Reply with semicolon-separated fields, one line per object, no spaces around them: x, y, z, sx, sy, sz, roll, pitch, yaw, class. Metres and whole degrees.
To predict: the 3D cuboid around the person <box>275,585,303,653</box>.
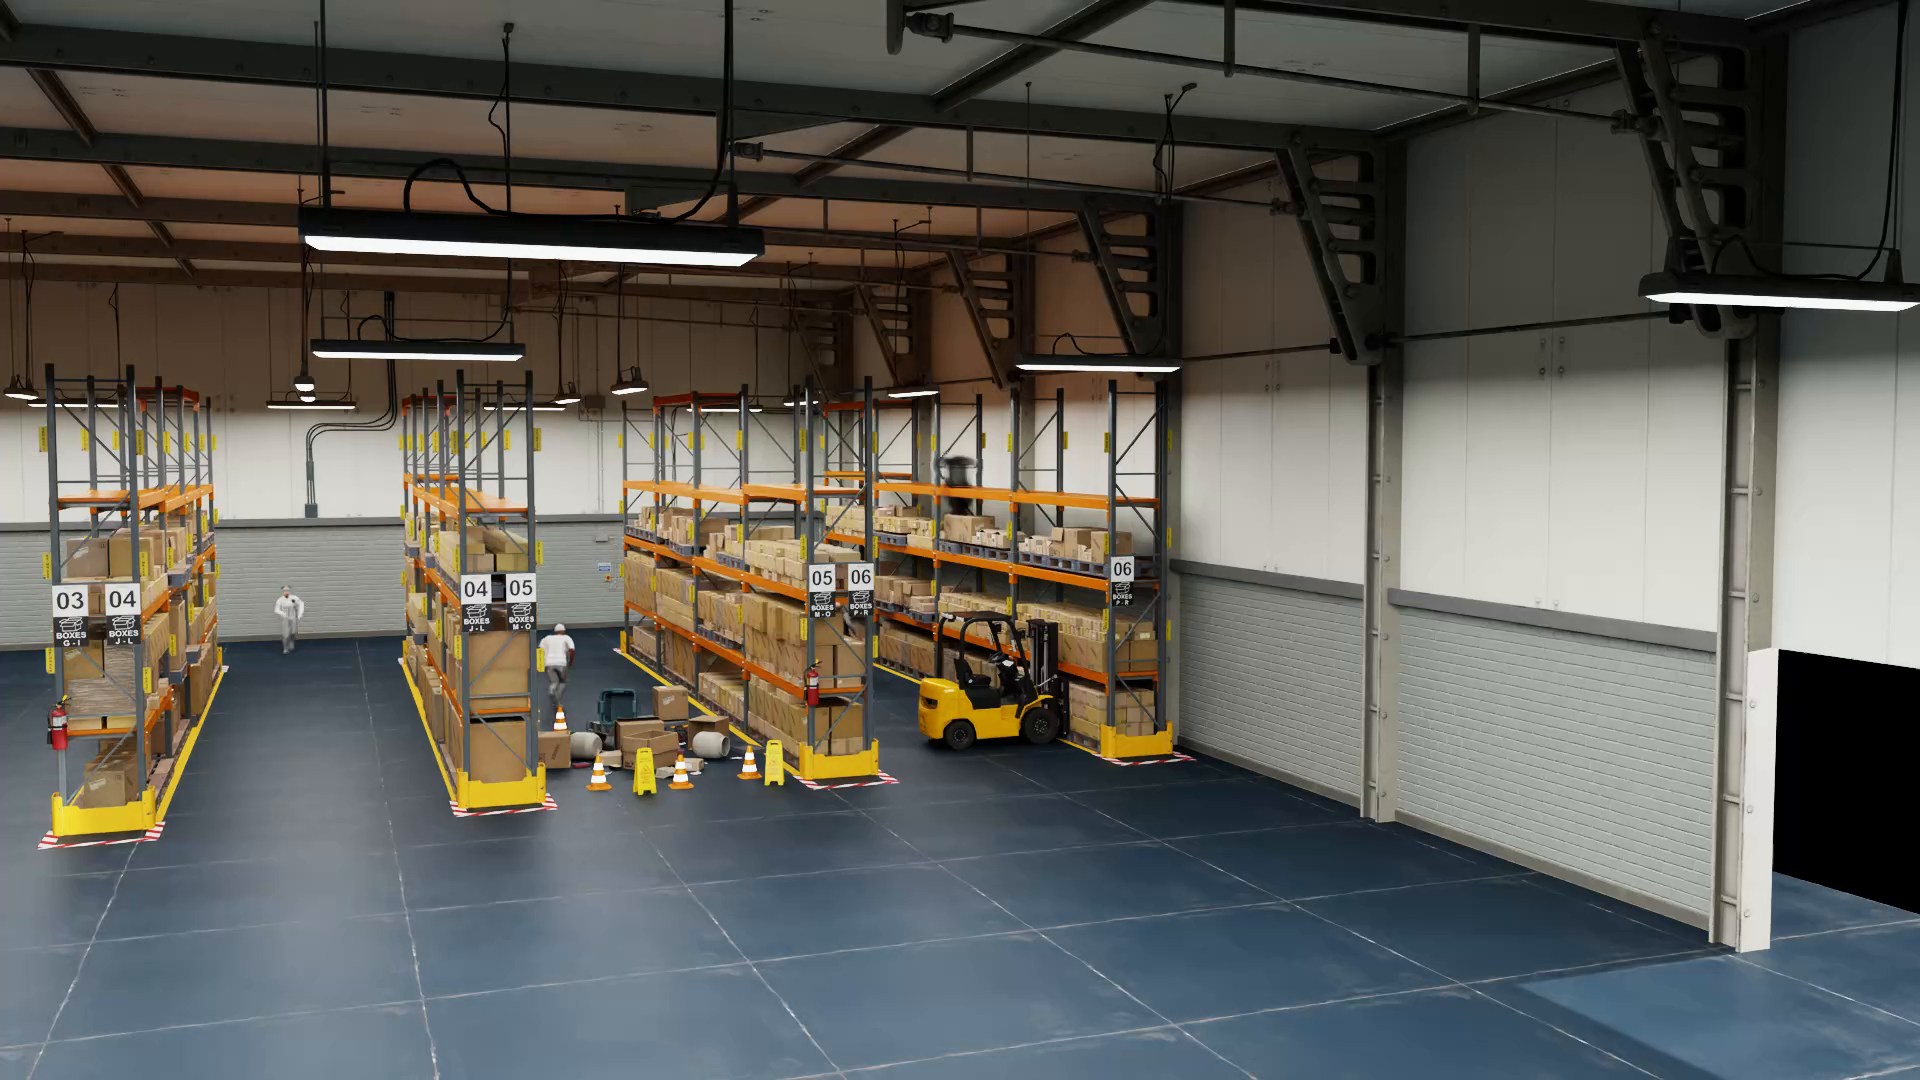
-15.862;1.872;39.337;0.635;1.640;0.710;-1;4;-23;person

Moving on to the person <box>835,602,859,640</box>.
-2.517;2.151;35.098;0.765;1.664;0.666;0;3;4;person

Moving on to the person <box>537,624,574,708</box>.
-7.637;2.395;31.350;0.709;1.567;1.046;0;3;-2;person
